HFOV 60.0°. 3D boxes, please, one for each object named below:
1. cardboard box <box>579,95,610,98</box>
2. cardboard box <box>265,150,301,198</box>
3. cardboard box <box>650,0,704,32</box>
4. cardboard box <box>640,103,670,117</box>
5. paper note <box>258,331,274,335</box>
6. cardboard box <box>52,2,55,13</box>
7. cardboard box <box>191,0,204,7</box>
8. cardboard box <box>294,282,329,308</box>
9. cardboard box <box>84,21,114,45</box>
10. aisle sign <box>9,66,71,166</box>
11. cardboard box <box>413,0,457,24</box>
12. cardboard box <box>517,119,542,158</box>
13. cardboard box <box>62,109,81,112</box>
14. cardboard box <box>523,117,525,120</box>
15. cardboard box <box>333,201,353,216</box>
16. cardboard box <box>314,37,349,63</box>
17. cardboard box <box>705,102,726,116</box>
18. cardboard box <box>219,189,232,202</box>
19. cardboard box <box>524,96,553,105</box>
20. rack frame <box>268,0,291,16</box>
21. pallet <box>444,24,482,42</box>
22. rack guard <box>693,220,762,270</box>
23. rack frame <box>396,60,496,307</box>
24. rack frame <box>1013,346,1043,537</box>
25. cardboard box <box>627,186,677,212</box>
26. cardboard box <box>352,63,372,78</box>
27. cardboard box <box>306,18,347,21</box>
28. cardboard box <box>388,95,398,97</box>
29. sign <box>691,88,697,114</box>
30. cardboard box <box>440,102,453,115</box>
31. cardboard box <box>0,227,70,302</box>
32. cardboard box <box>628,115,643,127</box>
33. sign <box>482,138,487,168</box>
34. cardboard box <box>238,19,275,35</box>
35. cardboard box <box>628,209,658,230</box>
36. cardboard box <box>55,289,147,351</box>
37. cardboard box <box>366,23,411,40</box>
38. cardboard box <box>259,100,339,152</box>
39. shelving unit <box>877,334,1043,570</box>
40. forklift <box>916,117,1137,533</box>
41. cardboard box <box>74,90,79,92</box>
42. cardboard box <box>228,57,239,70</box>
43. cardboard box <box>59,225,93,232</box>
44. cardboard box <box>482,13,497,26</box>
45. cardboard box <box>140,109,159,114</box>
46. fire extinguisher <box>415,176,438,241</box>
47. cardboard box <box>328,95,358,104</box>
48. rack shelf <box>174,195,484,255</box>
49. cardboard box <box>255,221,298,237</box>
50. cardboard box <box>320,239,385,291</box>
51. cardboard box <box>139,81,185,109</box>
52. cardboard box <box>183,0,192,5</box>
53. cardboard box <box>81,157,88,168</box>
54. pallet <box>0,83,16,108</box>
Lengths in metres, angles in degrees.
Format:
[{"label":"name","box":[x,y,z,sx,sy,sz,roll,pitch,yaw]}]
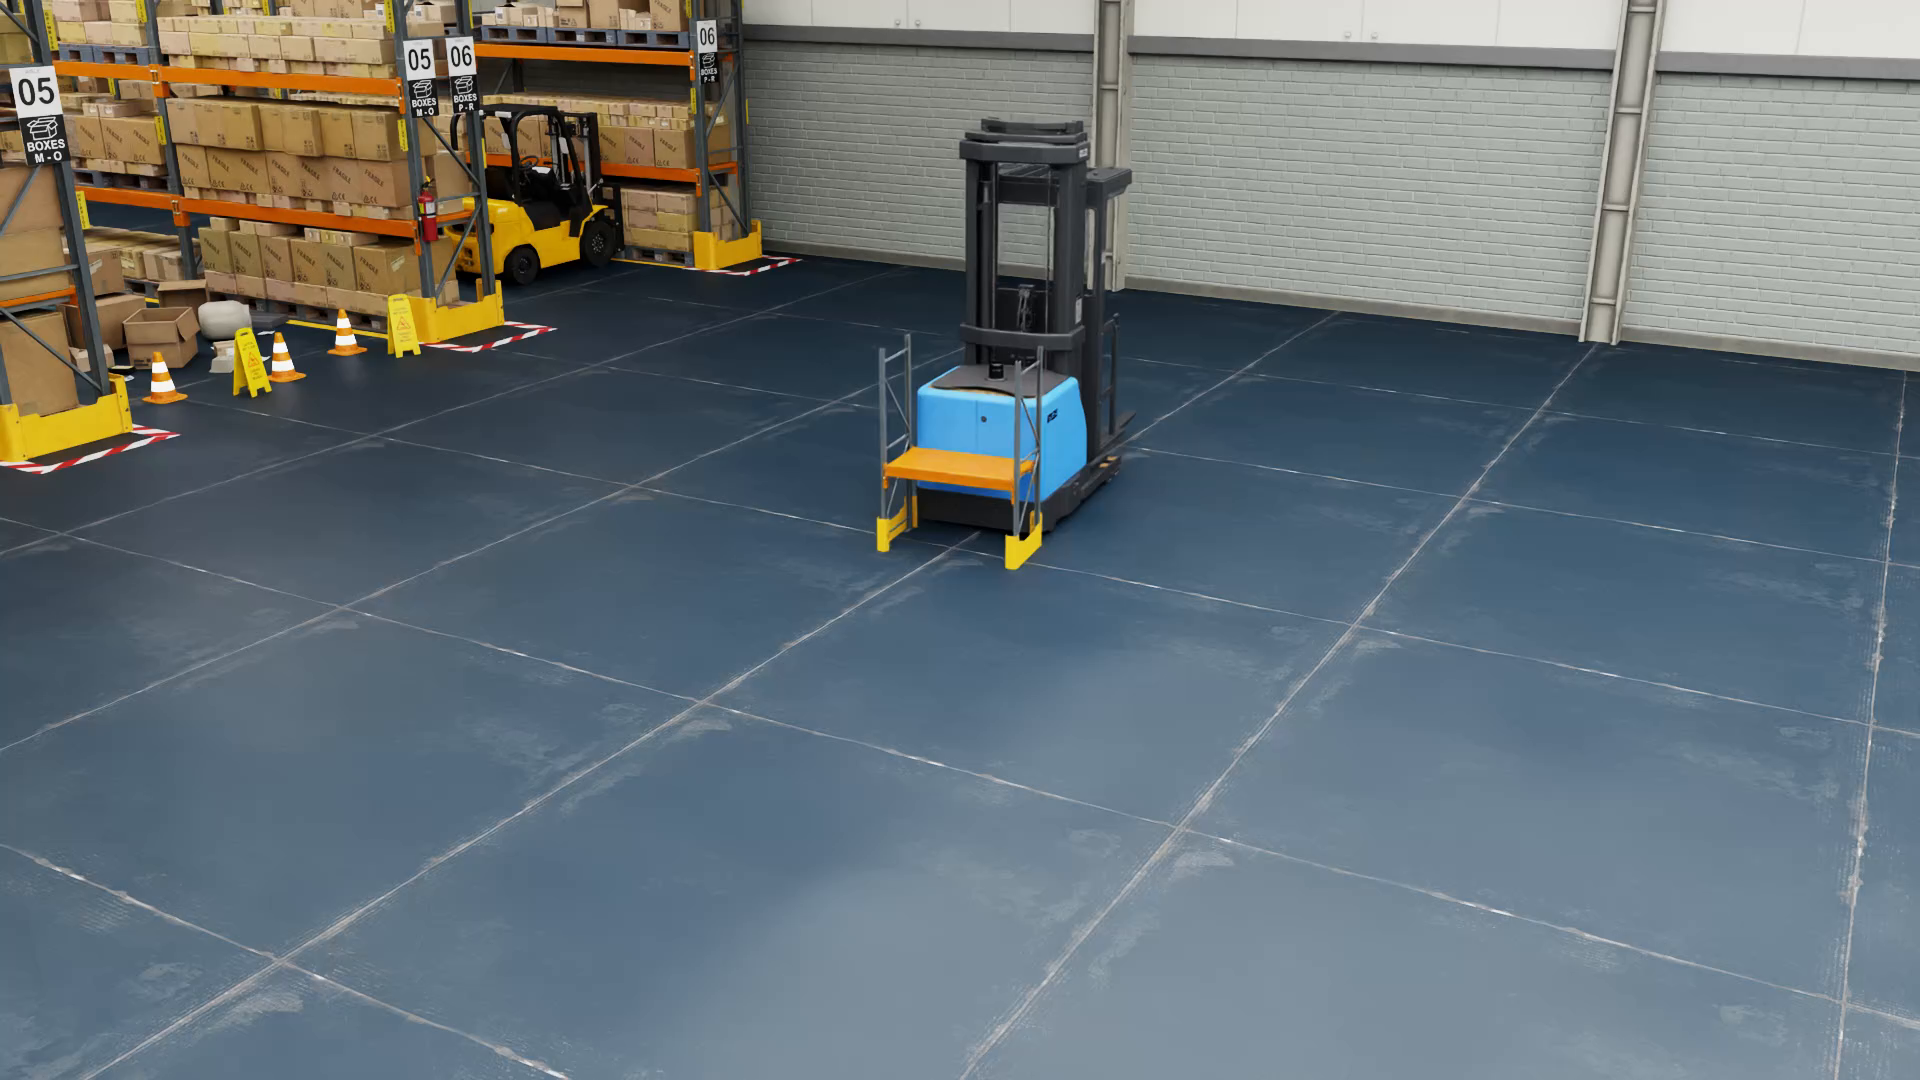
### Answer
[{"label":"cardboard box","box":[-5.166,-6.210,23.552,0.250,0.149,0.380,11,22,27]},{"label":"cardboard box","box":[-7.531,-4.214,19.002,0.500,0.500,0.500,11,23,28]},{"label":"cardboard box","box":[-3.708,-6.941,21.794,0.500,0.500,0.500,12,23,29]},{"label":"cardboard box","box":[-4.090,-5.795,22.407,0.250,0.149,0.380,11,23,28]},{"label":"paper note","box":[-7.841,-2.345,18.784,0.148,0.019,0.142,3,20,9]},{"label":"cardboard box","box":[-14.681,-8.803,27.619,0.500,0.250,0.500,10,22,25]},{"label":"cardboard box","box":[-11.764,-8.421,25.981,0.250,0.149,0.380,11,23,27]},{"label":"cardboard box","box":[-7.365,-2.894,19.360,0.500,0.250,0.500,10,22,25]},{"label":"cardboard box","box":[-10.132,-6.102,19.995,0.500,0.250,0.500,11,23,28]},{"label":"aisle sign","box":[-7.738,-3.570,13.995,0.004,0.787,0.394,11,23,27]},{"label":"cardboard box","box":[-7.445,-7.565,23.789,0.500,0.311,0.500,10,22,26]},{"label":"cardboard box","box":[-5.972,-5.718,23.583,0.500,0.500,0.500,11,23,28]},{"label":"cardboard box","box":[-11.399,-5.161,20.994,0.500,0.500,0.500,11,23,28]},{"label":"cardboard box","box":[-6.077,-6.047,23.539,0.250,0.149,0.380,11,23,27]},{"label":"cardboard box","box":[-6.779,-3.733,18.626,0.250,0.149,0.380,11,23,28]},{"label":"cardboard box","box":[-6.630,-5.333,18.053,0.500,0.250,0.500,10,22,27]},{"label":"cardboard box","box":[-3.391,-5.850,22.560,0.250,0.149,0.380,10,22,26]},{"label":"cardboard box","box":[-8.501,-4.098,19.632,0.250,0.149,0.380,11,23,27]},{"label":"cardboard box","box":[-5.887,-6.125,23.317,0.250,0.149,0.380,11,23,28]},{"label":"rack frame","box":[-10.187,-9.389,25.053,0.127,3.000,1.000,11,23,27]},{"label":"pallet","box":[-7.471,-7.367,24.157,1.217,0.209,0.805,10,22,25]},{"label":"rack guard","box":[-3.181,-4.060,22.824,0.348,0.500,1.175,11,23,27]},{"label":"rack frame","box":[-5.620,-3.761,18.333,0.127,3.000,1.000,11,23,27]},{"label":"rack frame","box":[0.480,-0.584,11.775,0.032,1.500,0.500,8,21,20]},{"label":"cardboard box","box":[-4.205,-4.681,22.820,0.500,0.250,0.500,11,23,28]},{"label":"cardboard box","box":[-6.301,-5.060,17.886,0.250,0.149,0.380,11,23,28]},{"label":"cardboard box","box":[-7.144,-5.810,18.782,0.250,0.149,0.380,11,23,28]},{"label":"cardboard box","box":[-8.454,-6.678,25.278,0.250,0.149,0.380,12,23,29]},{"label":"sign","box":[-3.479,-5.735,21.732,0.005,0.325,0.100,11,23,27]},{"label":"cardboard box","box":[-7.335,-6.284,24.193,0.250,0.149,0.380,10,22,27]},{"label":"cardboard box","box":[-8.292,-2.389,14.332,0.550,0.550,0.875,11,23,27]},{"label":"cardboard box","box":[-4.287,-5.705,22.595,0.250,0.149,0.380,11,22,27]},{"label":"sign","box":[-5.355,-4.329,18.631,0.005,0.325,0.100,11,23,27]},{"label":"cardboard box","box":[-7.832,-5.743,18.598,0.250,0.149,0.380,10,22,26]},{"label":"cardboard box","box":[-4.212,-4.453,22.926,0.500,0.250,0.500,11,22,27]},{"label":"cardboard box","box":[-9.208,-2.342,17.885,0.503,0.637,0.797,11,23,27]},{"label":"cardboard box","box":[-6.059,-5.396,17.641,0.250,0.149,0.380,11,23,28]},{"label":"cardboard box","box":[-7.474,-4.702,18.880,0.500,0.500,0.700,11,22,27]},{"label":"shelving unit","box":[-0.001,-0.649,11.954,1.083,1.500,0.587,8,21,20]},{"label":"forklift","box":[0.695,-1.893,13.287,1.130,2.935,3.031,8,21,21]},{"label":"cardboard box","box":[-15.304,-7.715,29.018,0.500,0.250,0.500,11,23,27]},{"label":"cardboard box","box":[-8.061,-5.423,18.886,0.250,0.149,0.380,10,22,26]},{"label":"cardboard box","box":[-12.116,-3.956,22.110,0.625,0.372,0.950,9,22,24]},{"label":"cardboard box","box":[-6.451,-7.275,23.230,0.250,0.149,0.380,11,23,28]},{"label":"cardboard box","box":[-10.244,-5.143,20.945,0.500,0.500,0.500,11,22,27]},{"label":"fire extinguisher","box":[-5.745,-3.568,17.916,0.183,0.674,0.296,11,23,27]},{"label":"cardboard box","box":[-9.347,-6.662,25.233,0.250,0.149,0.380,11,23,28]},{"label":"rack shelf","box":[-7.366,-3.755,19.373,4.000,0.370,1.077,11,23,27]},{"label":"cardboard box","box":[-7.963,-3.642,19.372,0.250,0.149,0.380,12,23,30]},{"label":"cardboard box","box":[-6.904,-3.159,18.993,0.500,0.500,0.500,12,23,29]},{"label":"cardboard box","box":[-12.913,-7.246,27.179,0.500,0.500,0.700,11,23,28]},{"label":"cardboard box","box":[-12.259,-8.492,26.147,0.250,0.149,0.380,11,23,28]},{"label":"cardboard box","box":[-10.759,-4.757,20.832,0.250,0.149,0.380,10,22,25]},{"label":"pallet","box":[-8.598,-3.759,14.060,1.213,0.211,1.003,11,23,27]}]
